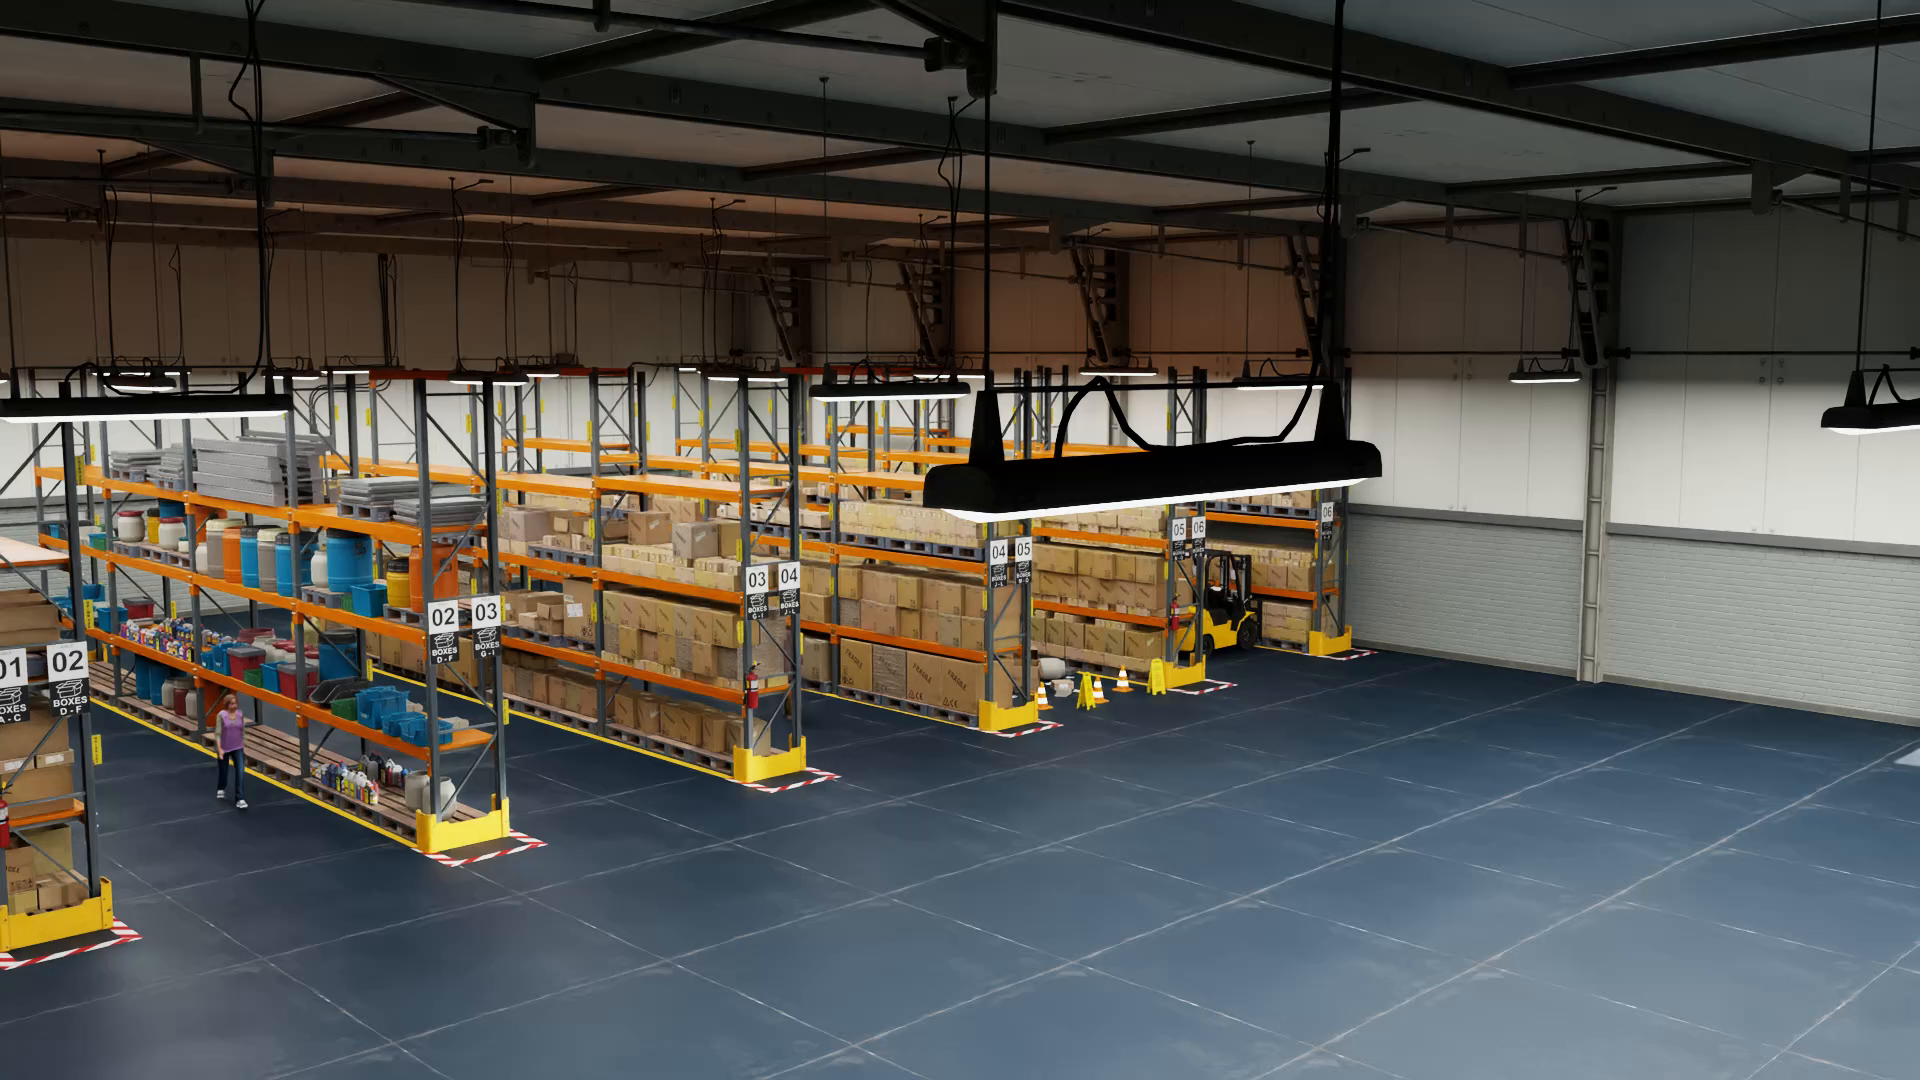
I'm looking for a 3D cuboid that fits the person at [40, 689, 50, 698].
[{"bbox_3d":[-15.873,2.187,28.908,0.624,1.770,0.572,-4,8,-34],"label":"person"}]

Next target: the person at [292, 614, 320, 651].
[{"bbox_3d":[-12.246,2.008,31.154,0.638,1.655,0.534,5,8,39],"label":"person"}]

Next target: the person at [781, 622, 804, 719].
[{"bbox_3d":[-3.028,2.196,28.766,0.599,1.765,0.528,-4,8,-33],"label":"person"}]

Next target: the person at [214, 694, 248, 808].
[{"bbox_3d":[-10.200,2.933,23.264,0.441,1.549,0.876,-5,8,-39],"label":"person"}]
